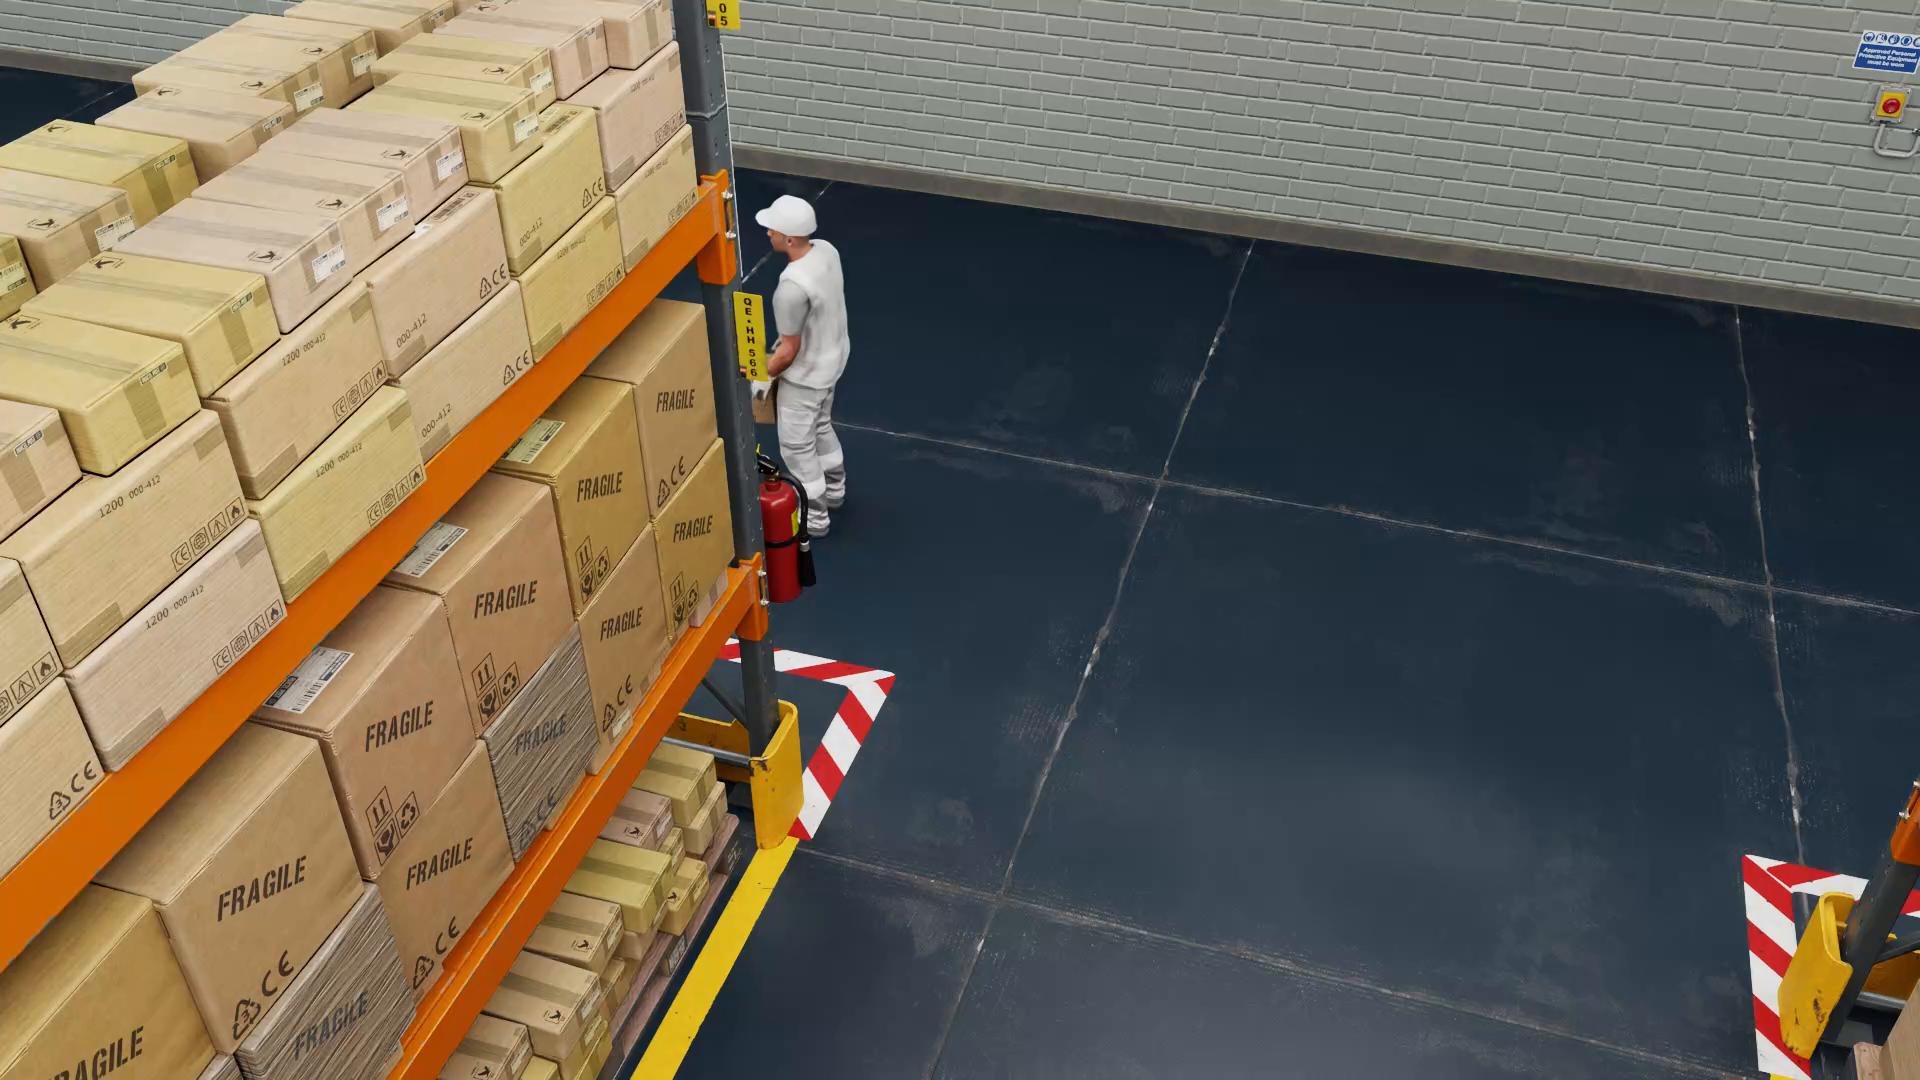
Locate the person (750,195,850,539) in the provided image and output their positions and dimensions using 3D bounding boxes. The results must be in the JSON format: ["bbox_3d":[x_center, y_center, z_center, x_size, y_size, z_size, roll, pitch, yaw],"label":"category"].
[{"bbox_3d":[-0.758,-0.821,7.973,0.437,1.789,0.539,10,38,13],"label":"person"}]
